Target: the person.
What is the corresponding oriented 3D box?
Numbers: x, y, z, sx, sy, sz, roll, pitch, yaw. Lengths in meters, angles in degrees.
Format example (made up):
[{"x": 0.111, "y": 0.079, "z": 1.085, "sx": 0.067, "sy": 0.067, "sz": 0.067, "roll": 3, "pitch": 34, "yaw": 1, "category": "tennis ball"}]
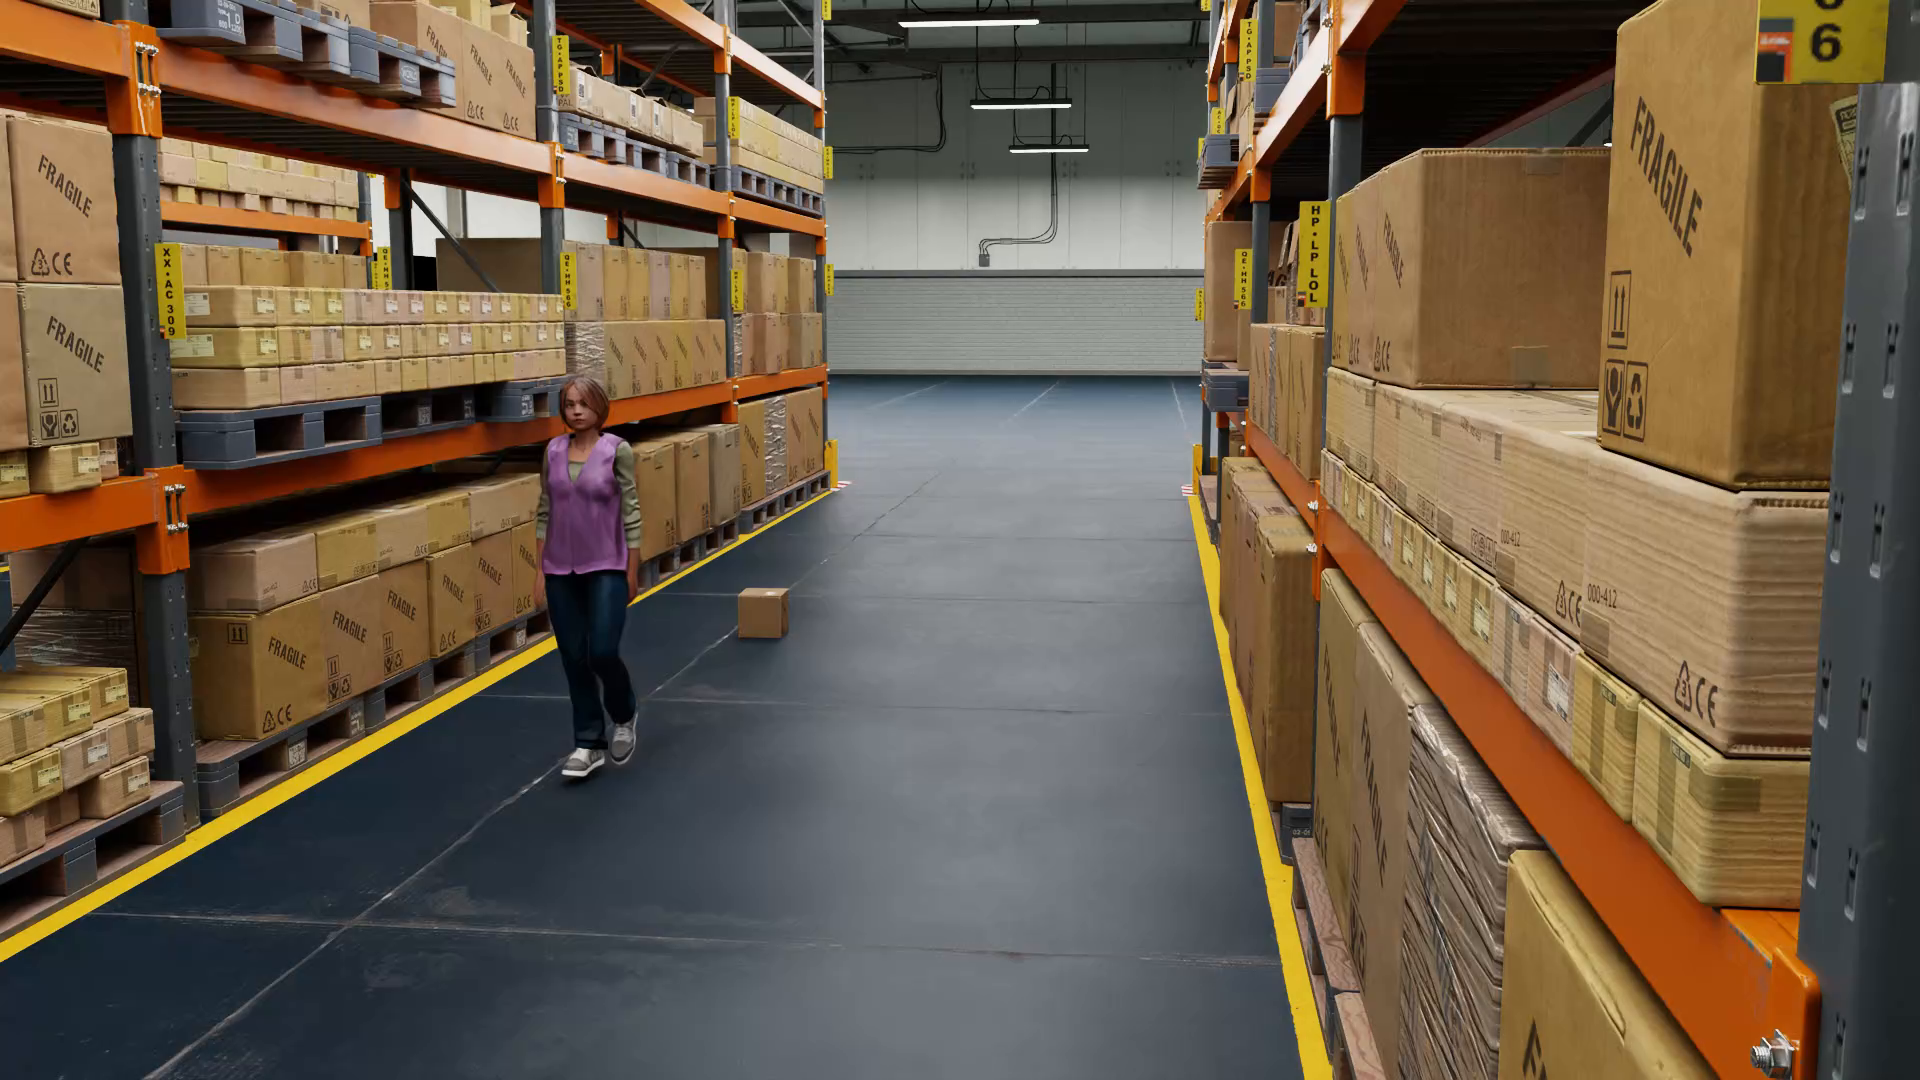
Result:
[{"x": -1.482, "y": 0.143, "z": 6.613, "sx": 0.414, "sy": 1.591, "sz": 0.421, "roll": 1, "pitch": 8, "yaw": 10, "category": "person"}]
